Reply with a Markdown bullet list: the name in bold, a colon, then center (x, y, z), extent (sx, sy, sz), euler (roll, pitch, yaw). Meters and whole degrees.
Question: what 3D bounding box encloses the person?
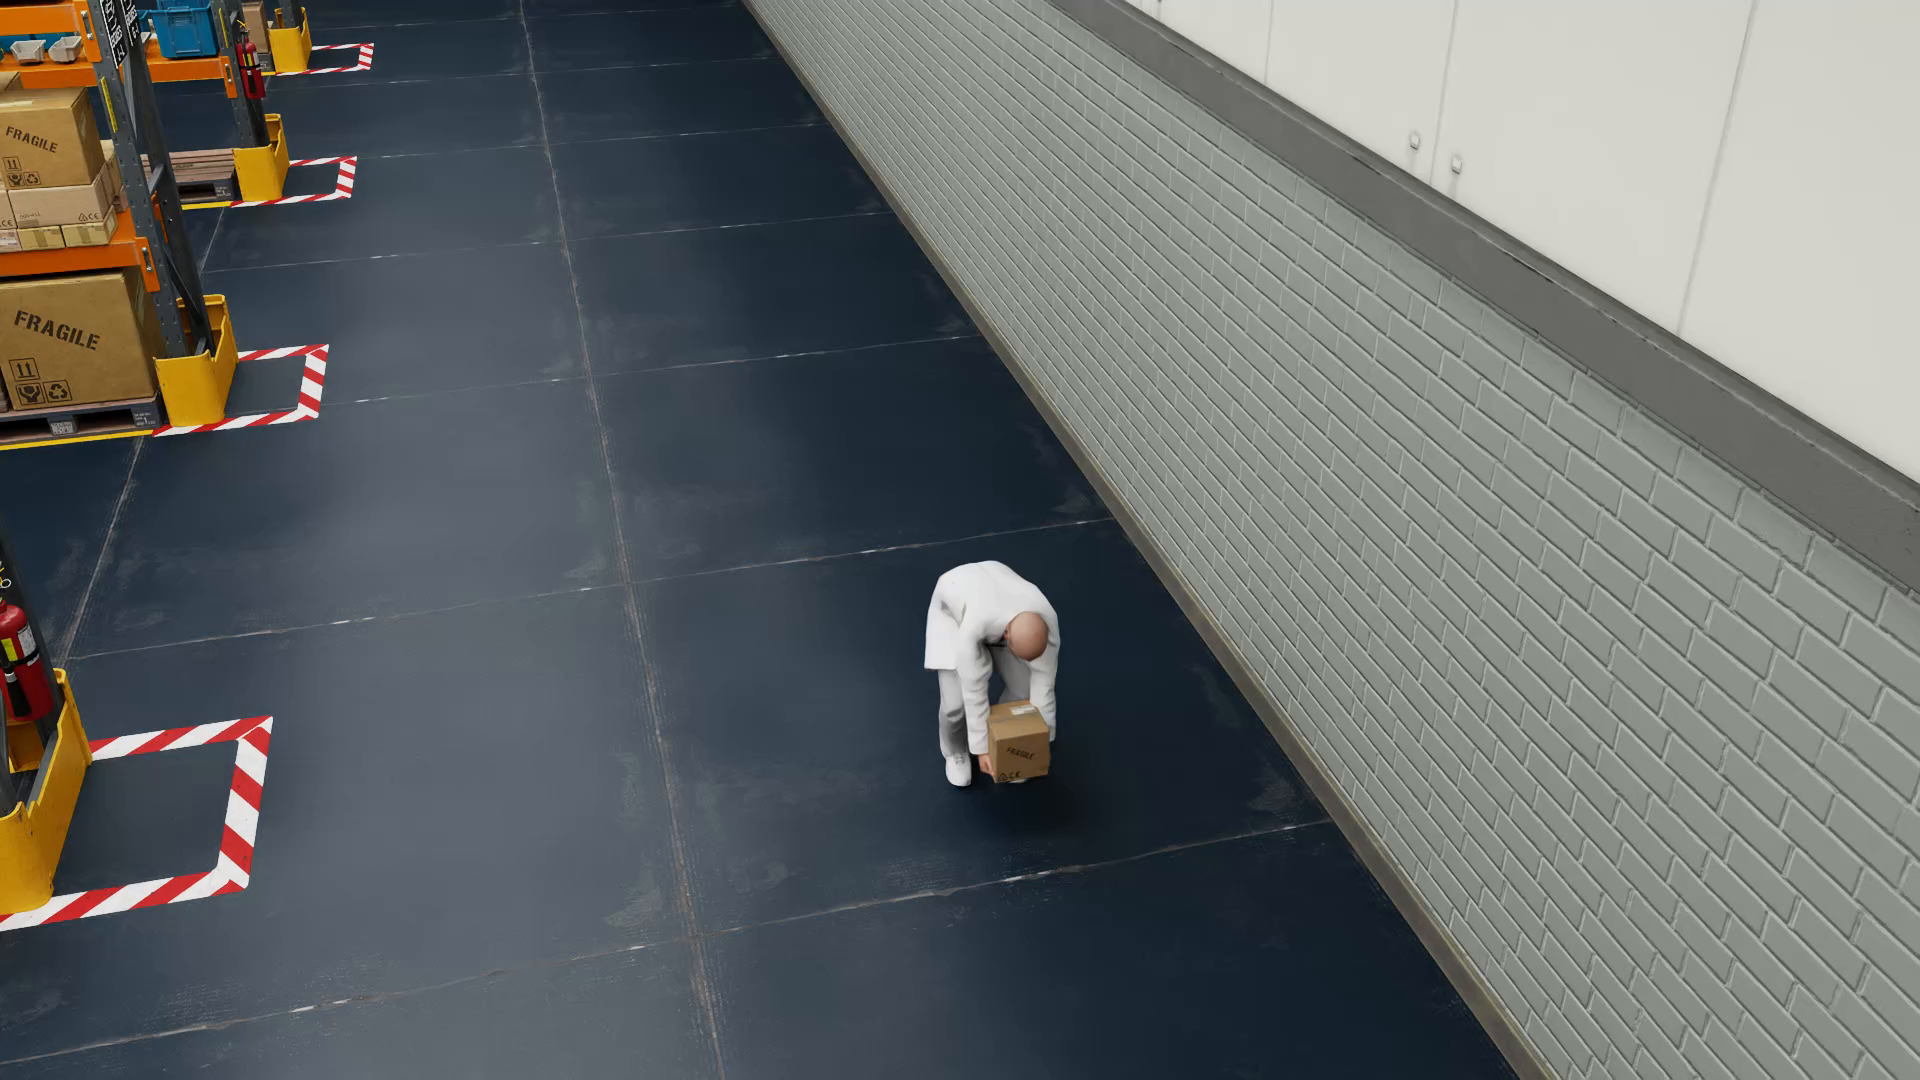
- **person**: center (0.159, 0.666, 7.695), extent (0.573, 1.184, 0.930), euler (-9, 31, -16)
